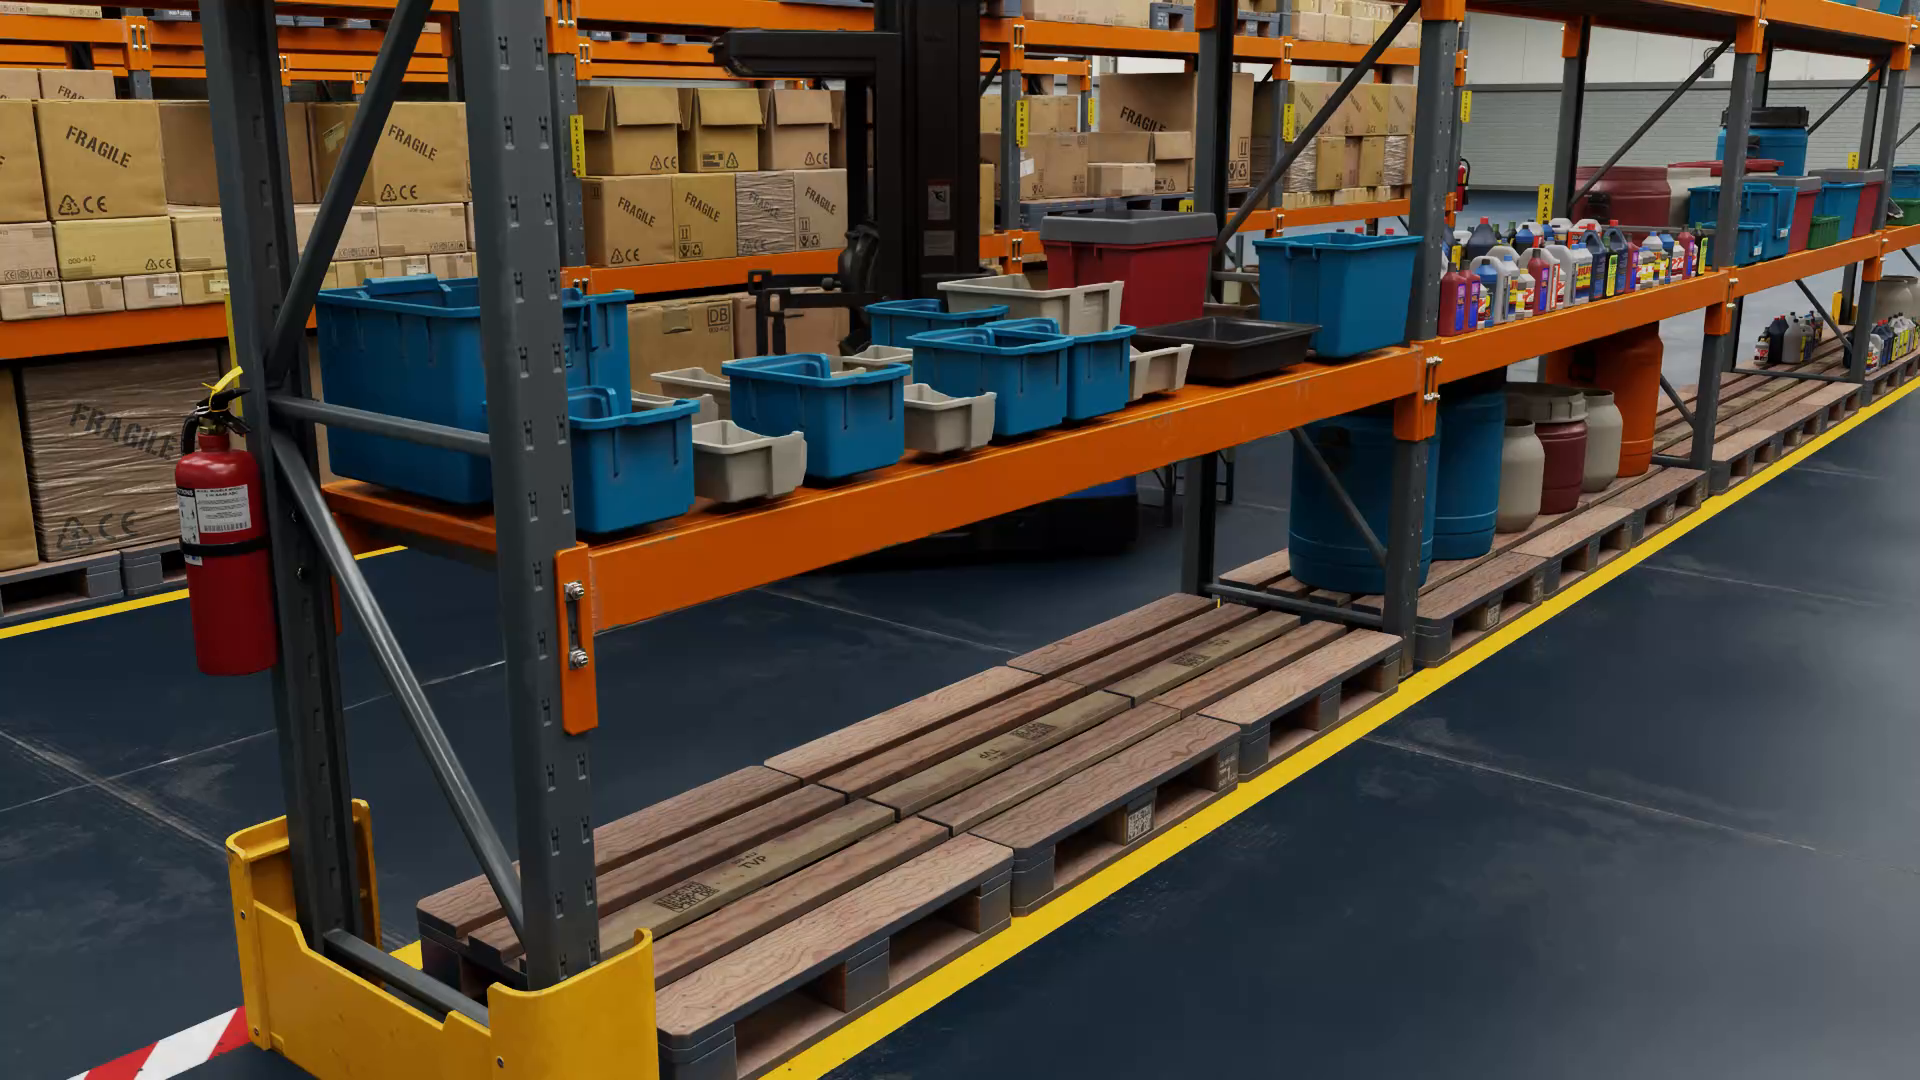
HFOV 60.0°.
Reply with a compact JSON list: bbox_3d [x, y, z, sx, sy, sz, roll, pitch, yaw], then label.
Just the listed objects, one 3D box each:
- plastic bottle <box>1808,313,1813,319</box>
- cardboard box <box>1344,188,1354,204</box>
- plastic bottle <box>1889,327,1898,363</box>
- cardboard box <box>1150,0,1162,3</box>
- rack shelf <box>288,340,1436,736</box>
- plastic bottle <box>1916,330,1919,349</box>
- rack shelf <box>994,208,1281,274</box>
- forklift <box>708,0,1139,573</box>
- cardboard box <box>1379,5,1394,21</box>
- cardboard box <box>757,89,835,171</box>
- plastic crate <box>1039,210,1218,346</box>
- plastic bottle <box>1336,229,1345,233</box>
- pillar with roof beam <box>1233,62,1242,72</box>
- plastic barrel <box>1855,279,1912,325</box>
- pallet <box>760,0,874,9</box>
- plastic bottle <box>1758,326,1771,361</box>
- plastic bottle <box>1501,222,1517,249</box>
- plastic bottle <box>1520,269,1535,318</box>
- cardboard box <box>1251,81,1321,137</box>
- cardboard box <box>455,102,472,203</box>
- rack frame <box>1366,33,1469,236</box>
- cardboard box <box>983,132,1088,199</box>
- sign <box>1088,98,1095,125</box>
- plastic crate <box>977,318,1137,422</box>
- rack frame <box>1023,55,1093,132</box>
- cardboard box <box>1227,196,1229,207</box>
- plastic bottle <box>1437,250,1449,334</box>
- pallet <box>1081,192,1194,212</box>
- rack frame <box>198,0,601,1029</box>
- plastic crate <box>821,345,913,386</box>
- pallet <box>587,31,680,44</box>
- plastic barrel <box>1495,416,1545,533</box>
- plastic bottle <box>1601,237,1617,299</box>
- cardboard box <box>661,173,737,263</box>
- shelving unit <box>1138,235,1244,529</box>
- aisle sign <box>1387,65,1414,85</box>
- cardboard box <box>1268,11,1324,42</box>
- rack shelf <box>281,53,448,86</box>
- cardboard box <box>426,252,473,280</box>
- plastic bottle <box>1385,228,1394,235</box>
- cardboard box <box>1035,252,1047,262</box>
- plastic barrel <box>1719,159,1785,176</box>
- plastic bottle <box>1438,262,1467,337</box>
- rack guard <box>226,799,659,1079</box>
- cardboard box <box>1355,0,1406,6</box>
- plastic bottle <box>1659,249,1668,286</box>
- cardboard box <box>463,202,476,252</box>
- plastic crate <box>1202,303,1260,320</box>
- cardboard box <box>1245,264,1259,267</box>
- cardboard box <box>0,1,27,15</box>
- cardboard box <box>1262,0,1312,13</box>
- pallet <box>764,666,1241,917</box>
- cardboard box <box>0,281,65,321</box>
[{"bbox_3d":[7.298,-1.814,14.318,0.097,0.271,0.097,0,14,0],"label":"plastic bottle"},{"bbox_3d":[3.665,-3.404,16.441,0.380,0.149,0.250,11,18,38],"label":"cardboard box"},{"bbox_3d":[7.466,-1.570,13.334,0.061,0.283,0.133,12,19,40],"label":"plastic bottle"},{"bbox_3d":[1.428,-4.458,13.607,0.380,0.166,0.250,11,18,36],"label":"cardboard box"},{"bbox_3d":[0.096,-0.258,5.007,1.077,0.370,4.000,11,18,38],"label":"rack shelf"},{"bbox_3d":[8.082,-1.725,14.111,0.097,0.201,0.097,0,14,0],"label":"plastic bottle"},{"bbox_3d":[1.272,-2.556,14.055,1.077,0.370,4.000,11,18,38],"label":"rack shelf"},{"bbox_3d":[-0.677,-1.393,8.153,3.031,2.935,1.130,-3,15,-11],"label":"forklift"},{"bbox_3d":[4.080,-5.234,16.535,0.380,0.149,0.250,10,17,35],"label":"cardboard box"},{"bbox_3d":[-1.285,-2.665,10.782,0.797,0.503,0.637,12,19,39],"label":"cardboard box"},{"bbox_3d":[0.597,-0.917,5.890,0.402,0.464,0.583,11,18,38],"label":"plastic crate"},{"bbox_3d":[1.677,-1.192,7.324,0.144,0.351,0.185,11,18,38],"label":"plastic bottle"},{"bbox_3d":[10.766,-13.199,42.302,9.100,9.000,0.400,11,18,38],"label":"pillar with roof beam"},{"bbox_3d":[8.226,-2.051,14.806,0.421,0.512,0.421,0,14,0],"label":"plastic barrel"},{"bbox_3d":[-1.049,-3.538,10.750,1.003,0.211,1.213,12,19,40],"label":"pallet"},{"bbox_3d":[6.427,-1.561,13.300,0.061,0.283,0.133,12,19,40],"label":"plastic bottle"},{"bbox_3d":[2.934,-1.559,8.904,0.061,0.283,0.133,11,18,38],"label":"plastic bottle"},{"bbox_3d":[2.387,-1.048,7.060,0.097,0.201,0.097,0,14,0],"label":"plastic bottle"},{"bbox_3d":[3.010,-4.012,15.486,0.500,0.500,0.500,11,18,38],"label":"cardboard box"},{"bbox_3d":[-2.580,-2.061,8.823,0.500,0.500,0.500,12,19,39],"label":"cardboard box"},{"bbox_3d":[5.043,-4.054,18.489,1.000,3.000,0.127,11,18,38],"label":"rack frame"},{"bbox_3d":[0.596,-3.006,13.307,0.500,0.500,0.700,-13,19,-41],"label":"cardboard box"},{"bbox_3d":[1.662,-5.430,21.074,0.100,0.325,0.005,11,18,38],"label":"sign"},{"bbox_3d":[0.267,-0.477,4.628,0.416,0.233,0.300,11,18,38],"label":"plastic crate"},{"bbox_3d":[1.249,-4.841,21.587,1.000,3.000,0.127,11,18,38],"label":"rack frame"},{"bbox_3d":[2.436,-3.253,15.846,0.380,0.149,0.250,11,18,38],"label":"cardboard box"},{"bbox_3d":[1.852,-0.991,6.530,0.144,0.351,0.185,11,18,38],"label":"plastic bottle"},{"bbox_3d":[1.227,-2.814,13.999,1.003,0.211,1.213,11,18,38],"label":"pallet"},{"bbox_3d":[-1.161,-0.223,3.410,1.000,3.000,0.127,11,18,38],"label":"rack frame"},{"bbox_3d":[-0.268,-0.479,4.829,0.298,0.136,0.250,11,18,38],"label":"plastic crate"},{"bbox_3d":[-3.416,-4.803,15.727,1.213,0.211,1.003,12,19,40],"label":"pallet"},{"bbox_3d":[2.578,-0.319,7.985,0.421,0.512,0.421,0,14,0],"label":"plastic barrel"},{"bbox_3d":[3.027,-1.276,7.789,0.061,0.283,0.133,11,18,38],"label":"plastic bottle"},{"bbox_3d":[-1.700,-1.950,10.005,0.500,0.500,0.500,11,18,38],"label":"cardboard box"},{"bbox_3d":[1.170,-0.892,9.088,0.431,1.500,0.755,10,17,34],"label":"shelving unit"},{"bbox_3d":[4.849,-5.372,18.399,0.394,0.787,0.004,11,18,38],"label":"aisle sign"},{"bbox_3d":[3.011,-4.716,15.306,0.500,0.250,0.500,10,18,35],"label":"cardboard box"},{"bbox_3d":[-6.436,-5.544,19.722,1.077,0.370,4.000,11,18,38],"label":"rack shelf"},{"bbox_3d":[-2.759,-1.427,8.657,0.380,0.149,0.250,11,18,37],"label":"cardboard box"},{"bbox_3d":[1.905,-1.205,7.376,0.144,0.351,0.185,11,18,38],"label":"plastic bottle"},{"bbox_3d":[0.874,-3.875,21.245,0.875,0.875,0.875,11,18,38],"label":"cardboard box"},{"bbox_3d":[5.610,-2.438,11.852,0.433,0.535,0.433,0,14,0],"label":"plastic barrel"},{"bbox_3d":[1.916,-0.937,6.457,0.061,0.283,0.133,11,18,38],"label":"plastic bottle"},{"bbox_3d":[-1.166,0.995,3.692,1.175,0.500,0.348,11,18,38],"label":"rack guard"},{"bbox_3d":[4.266,-5.607,16.687,0.500,0.500,0.500,11,18,38],"label":"cardboard box"},{"bbox_3d":[3.530,-1.396,8.431,0.097,0.201,0.097,0,14,0],"label":"plastic bottle"},{"bbox_3d":[-2.572,-1.702,8.932,0.500,0.250,0.500,11,18,37],"label":"cardboard box"},{"bbox_3d":[0.950,-0.824,6.187,0.396,0.136,0.243,11,18,38],"label":"plastic crate"},{"bbox_3d":[3.166,-2.461,16.443,0.500,0.500,0.500,-9,17,-32],"label":"cardboard box"},{"bbox_3d":[-6.715,-3.694,11.286,0.500,0.250,0.500,11,18,37],"label":"cardboard box"},{"bbox_3d":[2.973,-4.877,15.131,0.380,0.149,0.250,11,18,36],"label":"cardboard box"},{"bbox_3d":[0.155,0.744,5.267,1.003,0.211,1.213,11,18,38],"label":"pallet"},{"bbox_3d":[-4.049,-1.034,7.110,0.380,0.149,0.250,11,18,37],"label":"cardboard box"}]
